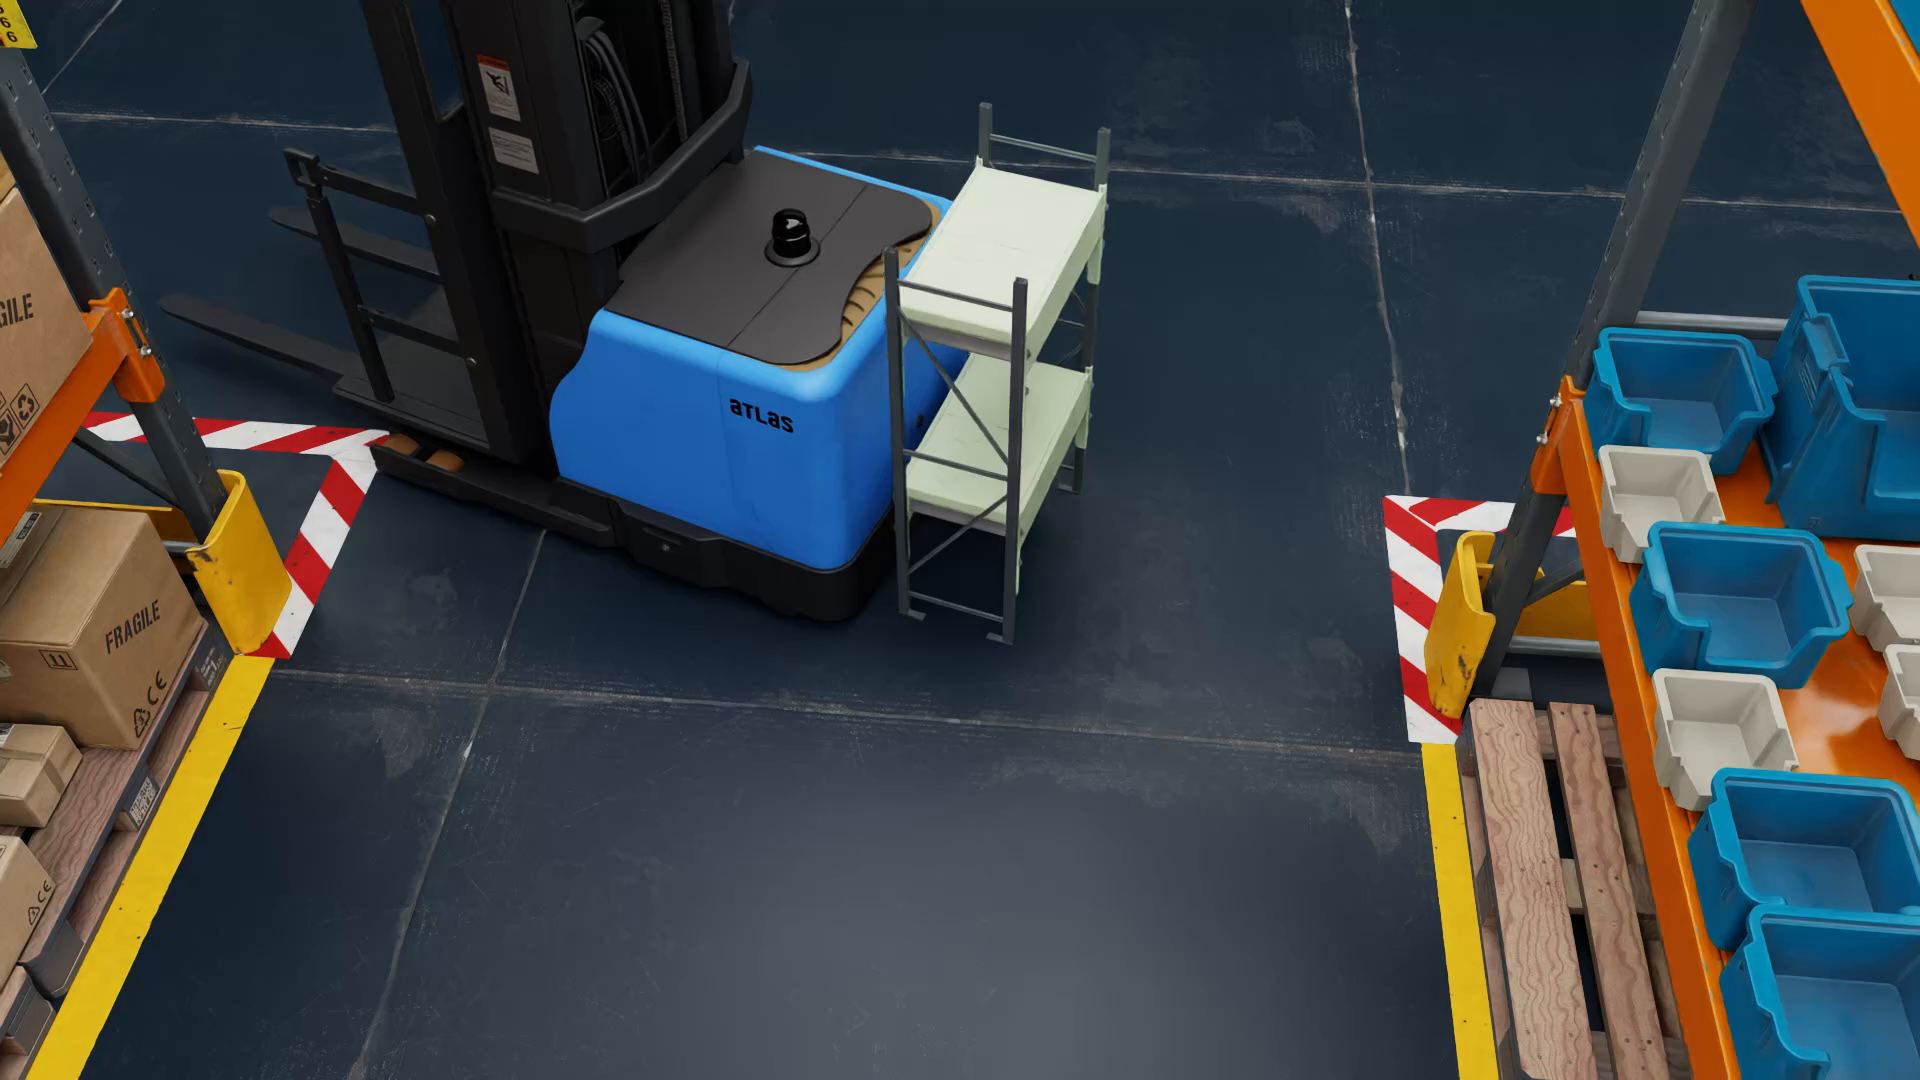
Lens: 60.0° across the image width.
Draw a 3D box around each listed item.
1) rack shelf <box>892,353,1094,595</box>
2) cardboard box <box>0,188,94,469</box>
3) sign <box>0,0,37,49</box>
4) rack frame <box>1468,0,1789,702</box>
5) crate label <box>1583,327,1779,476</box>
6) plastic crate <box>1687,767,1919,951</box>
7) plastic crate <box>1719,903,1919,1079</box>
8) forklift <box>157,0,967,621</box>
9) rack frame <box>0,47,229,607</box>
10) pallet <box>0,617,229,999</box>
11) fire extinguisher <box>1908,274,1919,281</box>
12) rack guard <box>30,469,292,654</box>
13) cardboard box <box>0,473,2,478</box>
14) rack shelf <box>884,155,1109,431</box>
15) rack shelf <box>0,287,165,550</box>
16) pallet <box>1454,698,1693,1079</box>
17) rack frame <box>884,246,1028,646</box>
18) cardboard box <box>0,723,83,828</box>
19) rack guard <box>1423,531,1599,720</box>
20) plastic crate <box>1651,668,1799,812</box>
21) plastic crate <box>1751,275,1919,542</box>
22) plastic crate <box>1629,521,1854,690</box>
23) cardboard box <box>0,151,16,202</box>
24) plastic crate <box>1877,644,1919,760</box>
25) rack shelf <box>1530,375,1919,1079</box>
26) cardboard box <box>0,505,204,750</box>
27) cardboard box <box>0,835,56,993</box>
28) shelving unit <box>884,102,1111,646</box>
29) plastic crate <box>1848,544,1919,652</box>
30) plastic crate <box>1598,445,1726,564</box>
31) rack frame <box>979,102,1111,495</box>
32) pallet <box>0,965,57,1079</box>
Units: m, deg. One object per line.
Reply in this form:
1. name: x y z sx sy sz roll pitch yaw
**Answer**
1. rack shelf: 0.117 -0.252 5.406 0.431 0.370 0.720 16 49 14
2. cardboard box: -2.605 -0.545 4.148 0.500 0.500 0.500 5 48 5
3. sign: -2.285 -1.304 3.911 0.100 0.325 0.005 4 48 4
4. rack frame: 2.097 -0.523 4.196 1.000 3.000 0.127 4 48 4
5. crate label: 1.747 -0.328 4.090 0.416 0.233 0.303 4 48 4
6. plastic crate: 1.627 0.640 3.205 0.416 0.233 0.300 4 48 4
7. plastic crate: 1.599 0.861 3.003 0.416 0.233 0.300 4 48 4
8. forklift: -1.519 -1.476 5.114 3.031 2.935 1.130 19 50 17
9. rack frame: -2.835 -0.859 4.503 1.000 3.000 0.127 4 48 4
10. pallet: -2.914 0.724 4.945 1.003 0.211 1.213 4 48 4
11. fire extinguisher: 2.563 -0.451 4.435 0.296 0.674 0.183 4 48 4
12. rack guard: -2.842 0.040 5.374 1.175 0.500 0.348 4 48 4
13. cardboard box: -2.649 -0.164 3.799 0.500 0.500 0.500 4 48 4
14. rack shelf: 0.117 -0.735 4.877 0.431 0.370 0.720 16 49 14
15. rack shelf: -3.018 0.853 3.424 1.077 0.370 4.000 4 48 4
16. pallet: 1.983 1.021 4.673 1.003 0.211 1.213 4 48 4
17. rack frame: -0.013 -0.219 4.934 0.400 1.500 0.023 16 49 14
18. cardboard box: -2.766 0.656 4.739 0.380 0.166 0.250 4 48 4
19. rack guard: 2.086 0.302 5.135 1.175 0.500 0.348 4 48 4
20. plastic crate: 1.573 0.434 3.459 0.250 0.136 0.298 4 48 4
21. plastic crate: 2.252 -0.297 3.924 0.616 0.435 0.499 4 48 4
22. plastic crate: 1.687 0.156 3.647 0.416 0.233 0.300 4 48 4
23. cardboard box: -2.602 -0.885 3.781 0.500 0.500 0.500 3 48 3
24. plastic crate: 2.162 0.369 3.518 0.396 0.136 0.243 4 48 4
25. rack shelf: 1.915 1.189 3.117 1.077 0.370 4.000 4 48 4
26. cardboard box: -2.640 0.252 4.882 0.500 0.500 0.500 4 48 4
27. cardboard box: -2.756 1.033 4.338 0.500 0.250 0.500 4 48 4
28. shelving unit: 0.117 -0.472 5.165 0.431 1.500 0.755 16 49 14
29. plastic crate: 2.203 0.157 3.712 0.396 0.136 0.243 4 48 4
30. plastic crate: 1.635 -0.065 3.915 0.250 0.136 0.298 4 48 4
31. rack frame: 0.246 -0.724 5.396 0.400 1.500 0.023 16 49 14
32. pallet: -3.028 1.618 4.127 1.003 0.211 1.213 4 48 4
